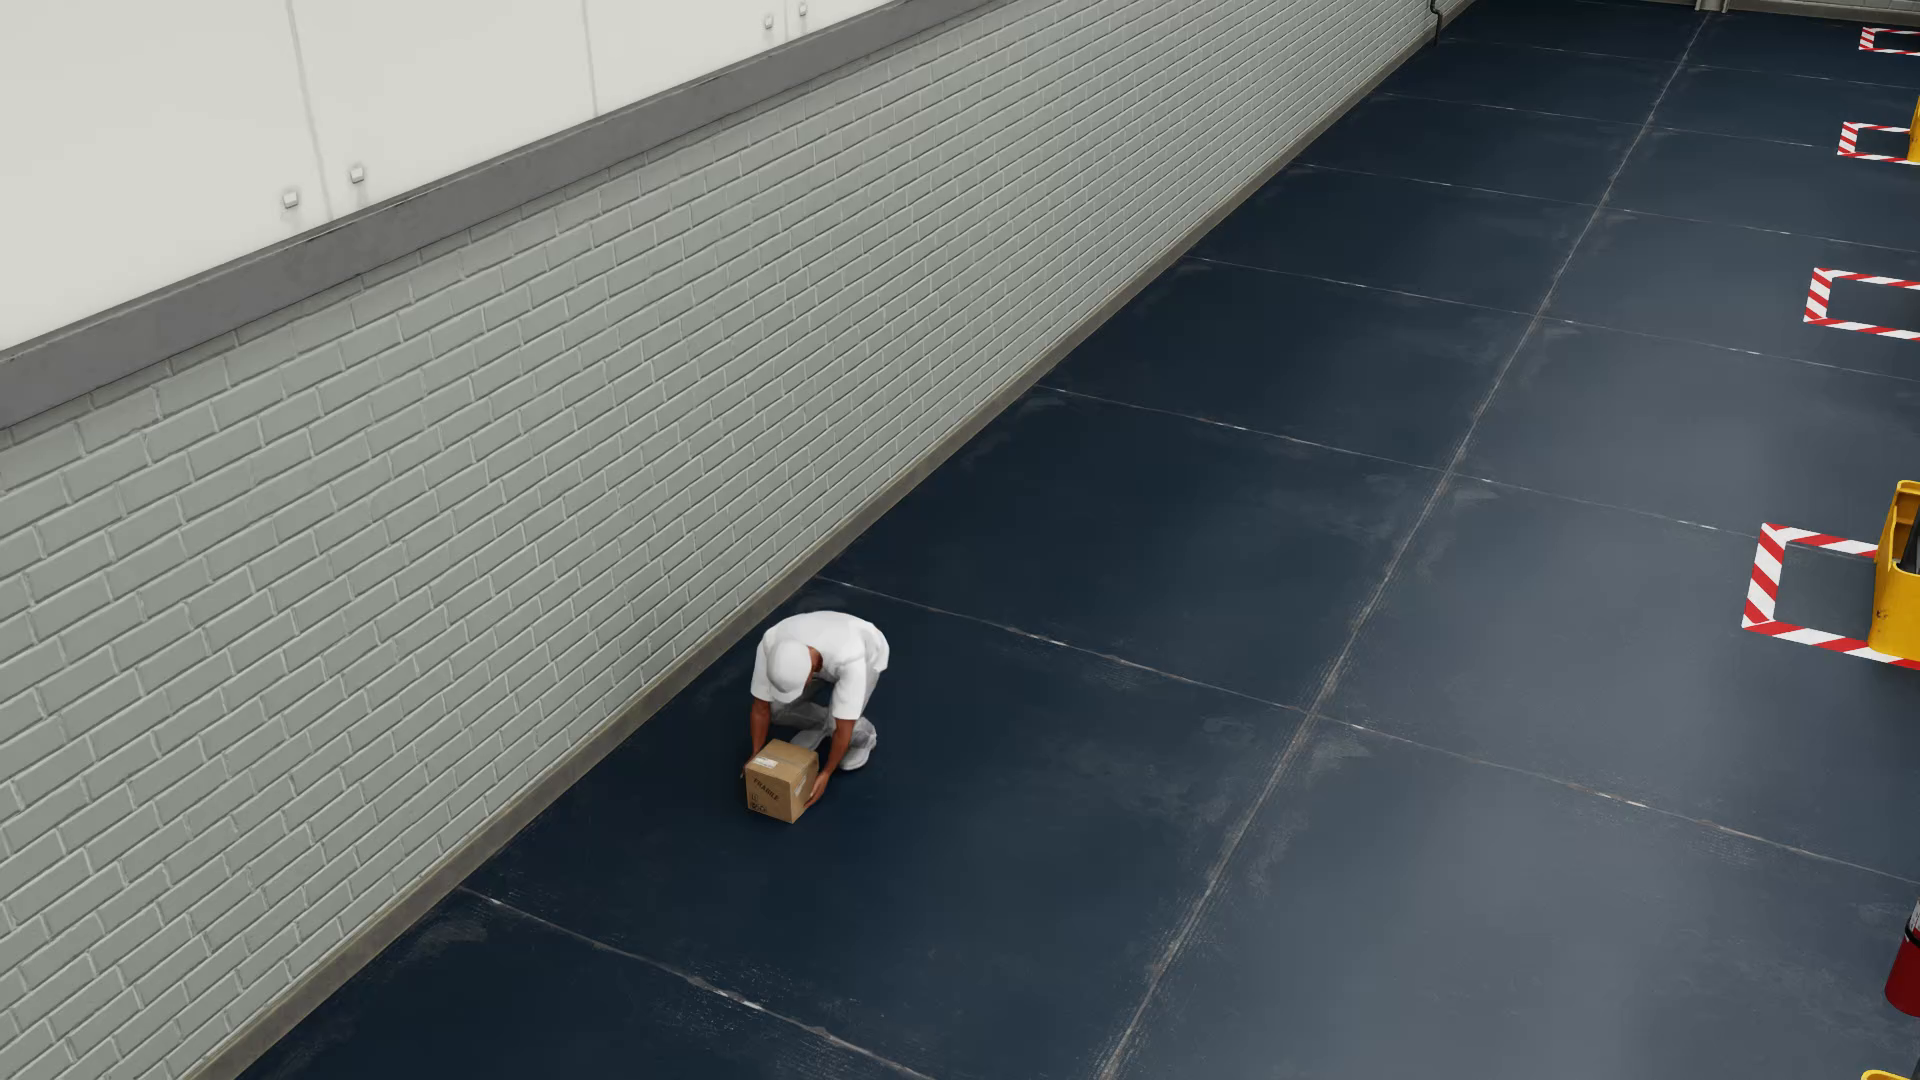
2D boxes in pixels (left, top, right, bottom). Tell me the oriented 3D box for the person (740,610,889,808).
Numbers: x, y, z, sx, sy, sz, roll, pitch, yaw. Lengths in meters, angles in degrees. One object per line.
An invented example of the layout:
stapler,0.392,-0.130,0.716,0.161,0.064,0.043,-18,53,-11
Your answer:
person,-0.645,0.703,7.895,0.569,0.926,0.896,14,33,23
